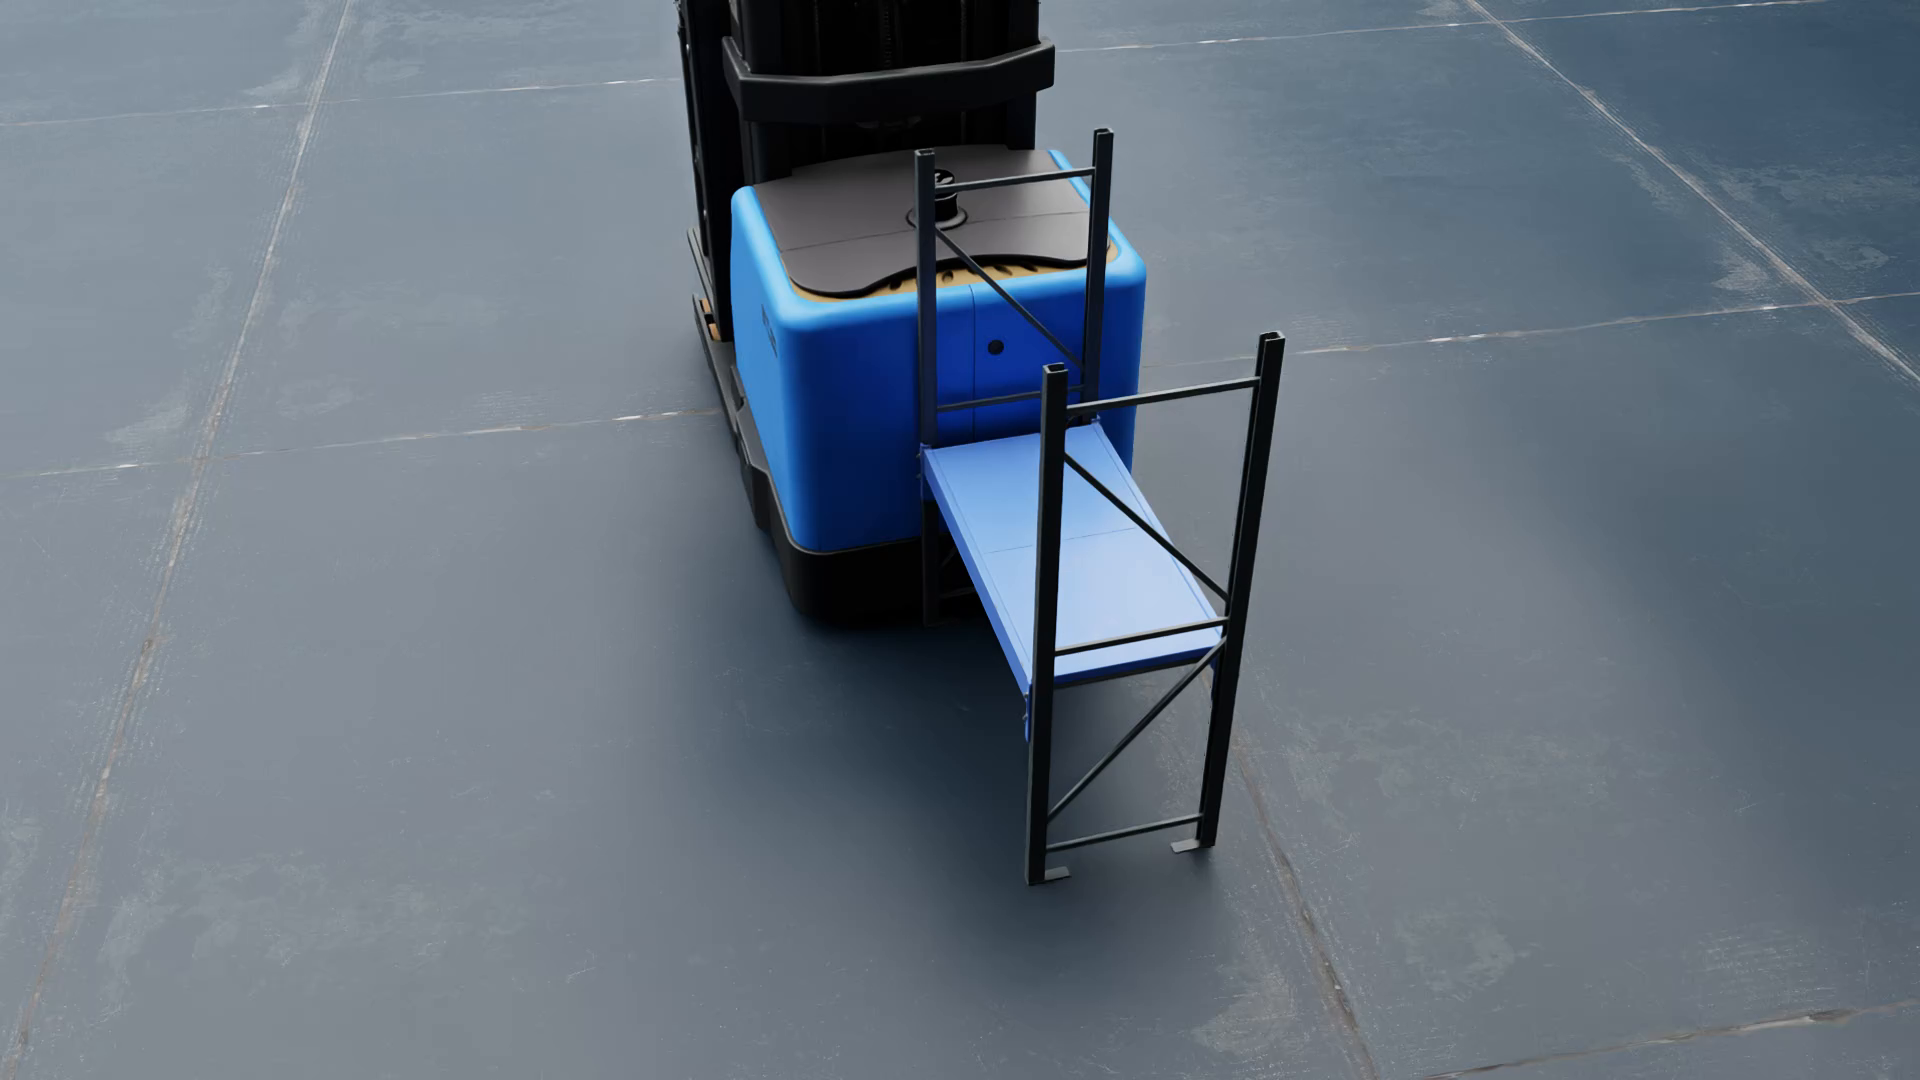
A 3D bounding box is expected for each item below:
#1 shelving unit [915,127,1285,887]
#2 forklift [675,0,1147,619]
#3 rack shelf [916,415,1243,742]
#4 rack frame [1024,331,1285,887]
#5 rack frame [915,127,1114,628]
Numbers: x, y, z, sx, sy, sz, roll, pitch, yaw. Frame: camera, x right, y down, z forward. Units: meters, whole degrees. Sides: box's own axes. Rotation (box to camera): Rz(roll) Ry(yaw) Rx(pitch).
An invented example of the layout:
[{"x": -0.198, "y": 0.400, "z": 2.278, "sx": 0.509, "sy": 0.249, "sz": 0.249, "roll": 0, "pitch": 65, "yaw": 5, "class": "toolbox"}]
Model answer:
[{"x": 0.271, "y": -0.080, "z": 4.131, "sx": 0.538, "sy": 1.500, "sz": 1.048, "roll": -10, "pitch": 39, "yaw": -12, "class": "shelving unit"}, {"x": -0.362, "y": -1.836, "z": 5.225, "sx": 1.130, "sy": 2.935, "sz": 3.031, "roll": -10, "pitch": 39, "yaw": -12, "class": "forklift"}, {"x": 0.271, "y": 0.062, "z": 4.241, "sx": 0.538, "sy": 0.185, "sz": 1.000, "roll": -10, "pitch": 39, "yaw": -12, "class": "rack shelf"}, {"x": 0.406, "y": 0.220, "z": 3.744, "sx": 0.500, "sy": 1.500, "sz": 0.032, "roll": -10, "pitch": 39, "yaw": -12, "class": "rack frame"}, {"x": 0.135, "y": -0.381, "z": 4.518, "sx": 0.500, "sy": 1.500, "sz": 0.032, "roll": -10, "pitch": 39, "yaw": -12, "class": "rack frame"}]
